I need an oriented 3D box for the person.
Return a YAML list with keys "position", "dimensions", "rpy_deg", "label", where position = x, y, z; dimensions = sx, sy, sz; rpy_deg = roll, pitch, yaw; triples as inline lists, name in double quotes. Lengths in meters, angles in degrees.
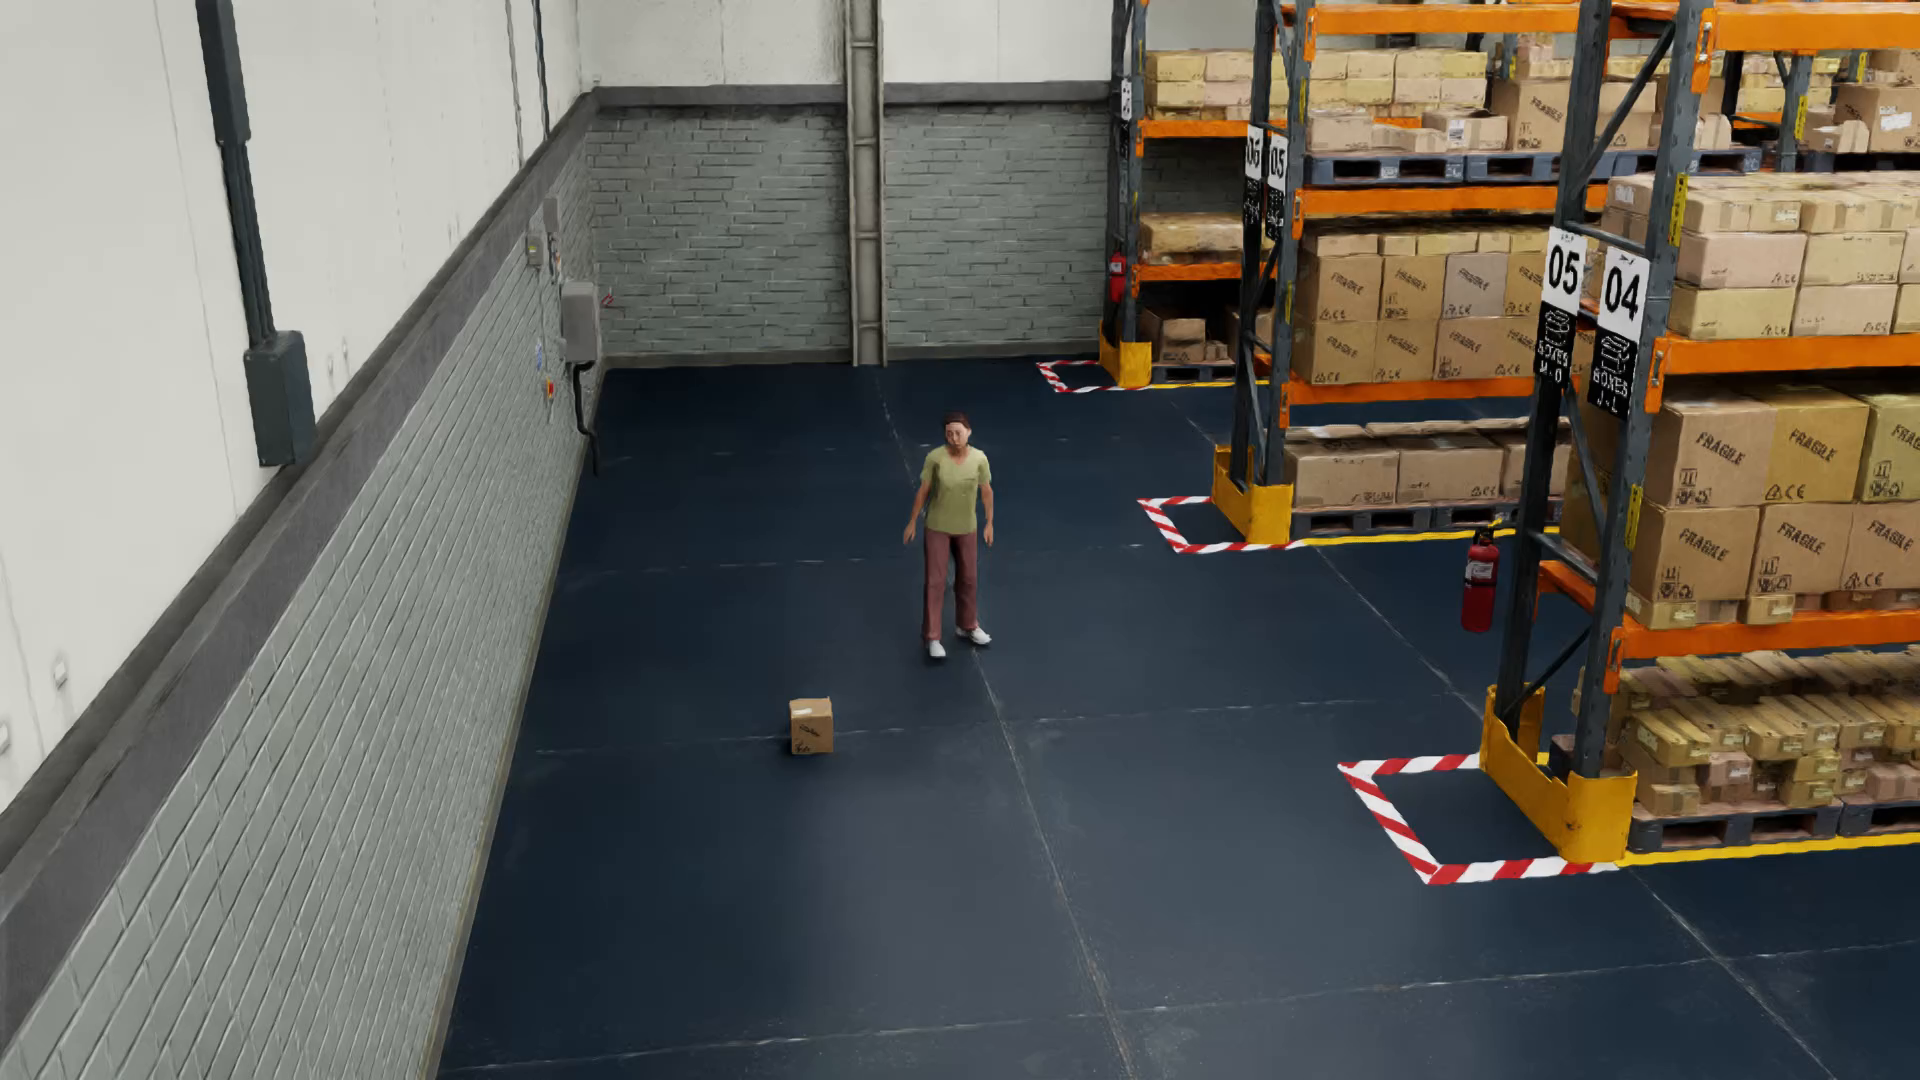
- position: [-0.059, 0.065, 11.178]
  dimensions: [0.621, 1.429, 0.517]
  rpy_deg: [-4, 20, -11]
  label: "person"
